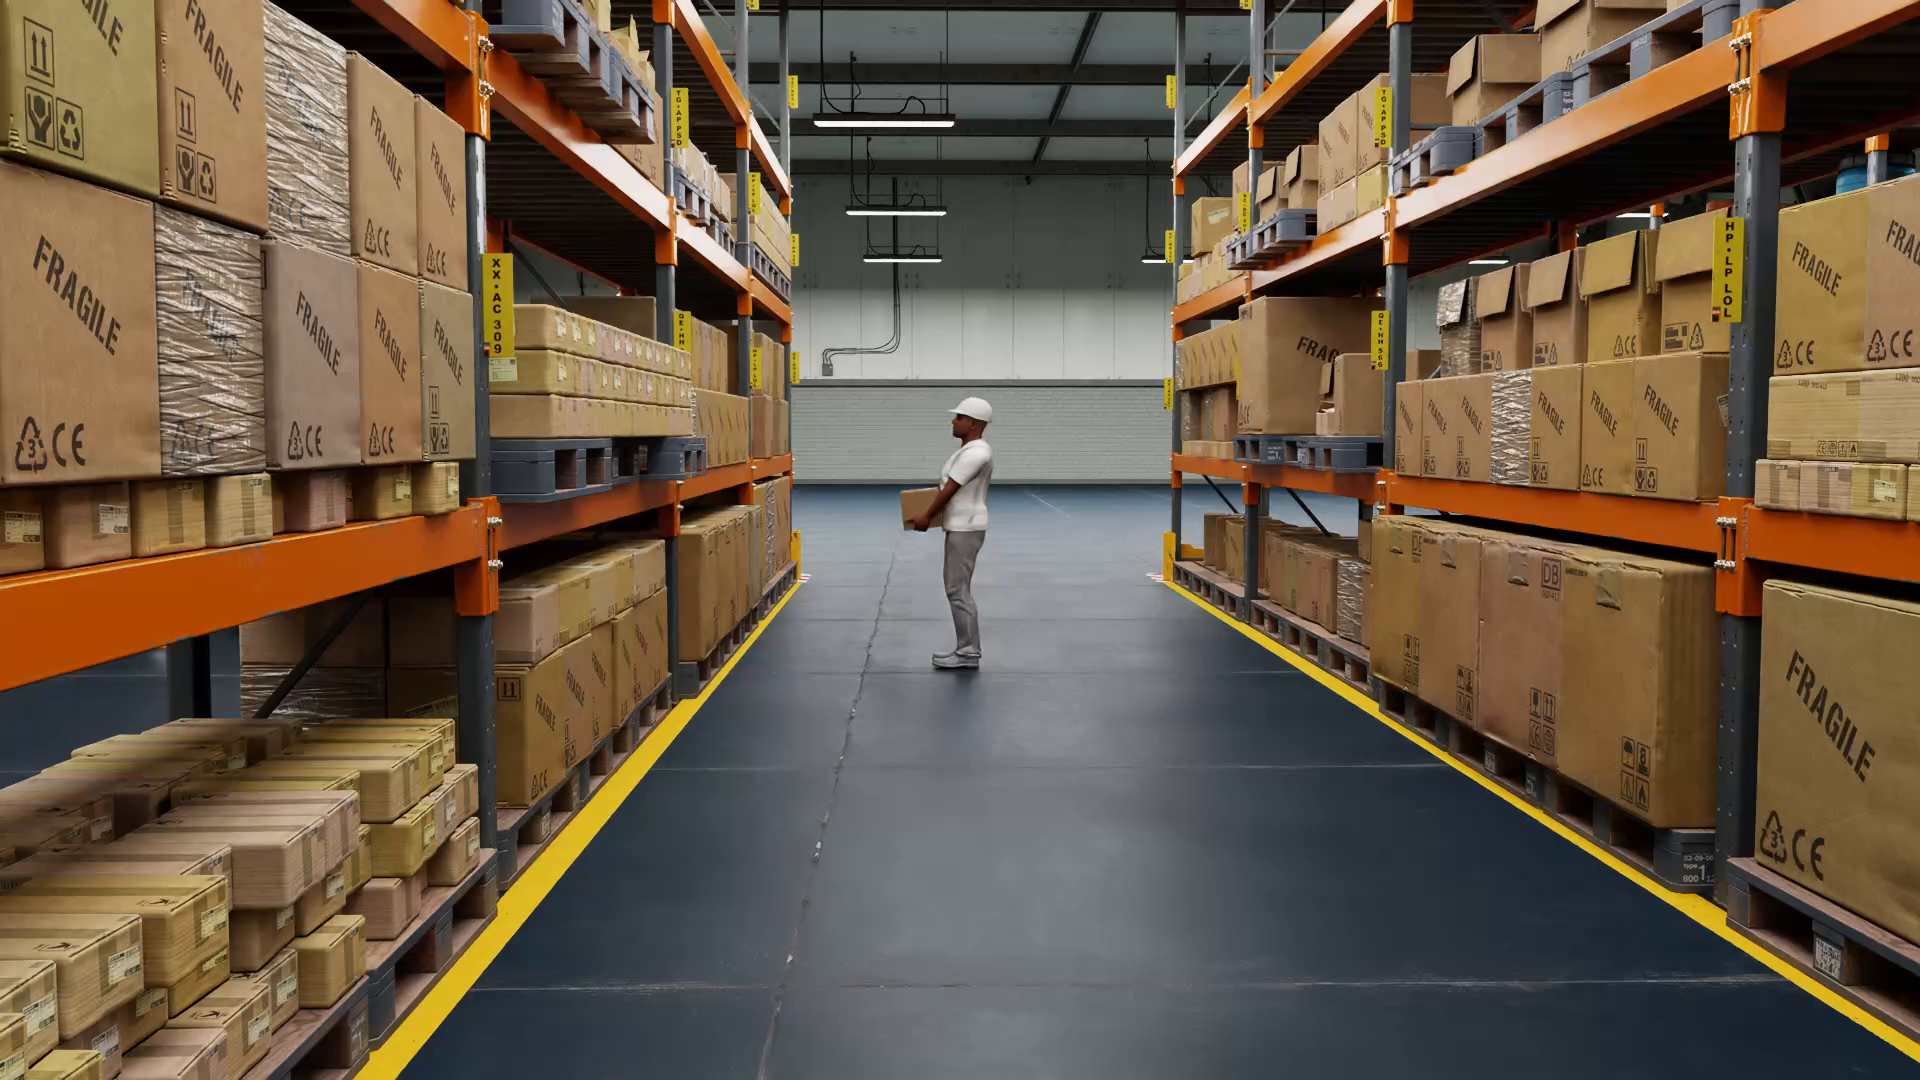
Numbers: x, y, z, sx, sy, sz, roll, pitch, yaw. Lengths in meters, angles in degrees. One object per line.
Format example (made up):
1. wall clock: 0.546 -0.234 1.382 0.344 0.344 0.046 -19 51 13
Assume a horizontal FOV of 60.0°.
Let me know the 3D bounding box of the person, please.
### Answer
1. person: -0.073 -0.050 10.890 0.587 1.758 0.502 0 4 -1
